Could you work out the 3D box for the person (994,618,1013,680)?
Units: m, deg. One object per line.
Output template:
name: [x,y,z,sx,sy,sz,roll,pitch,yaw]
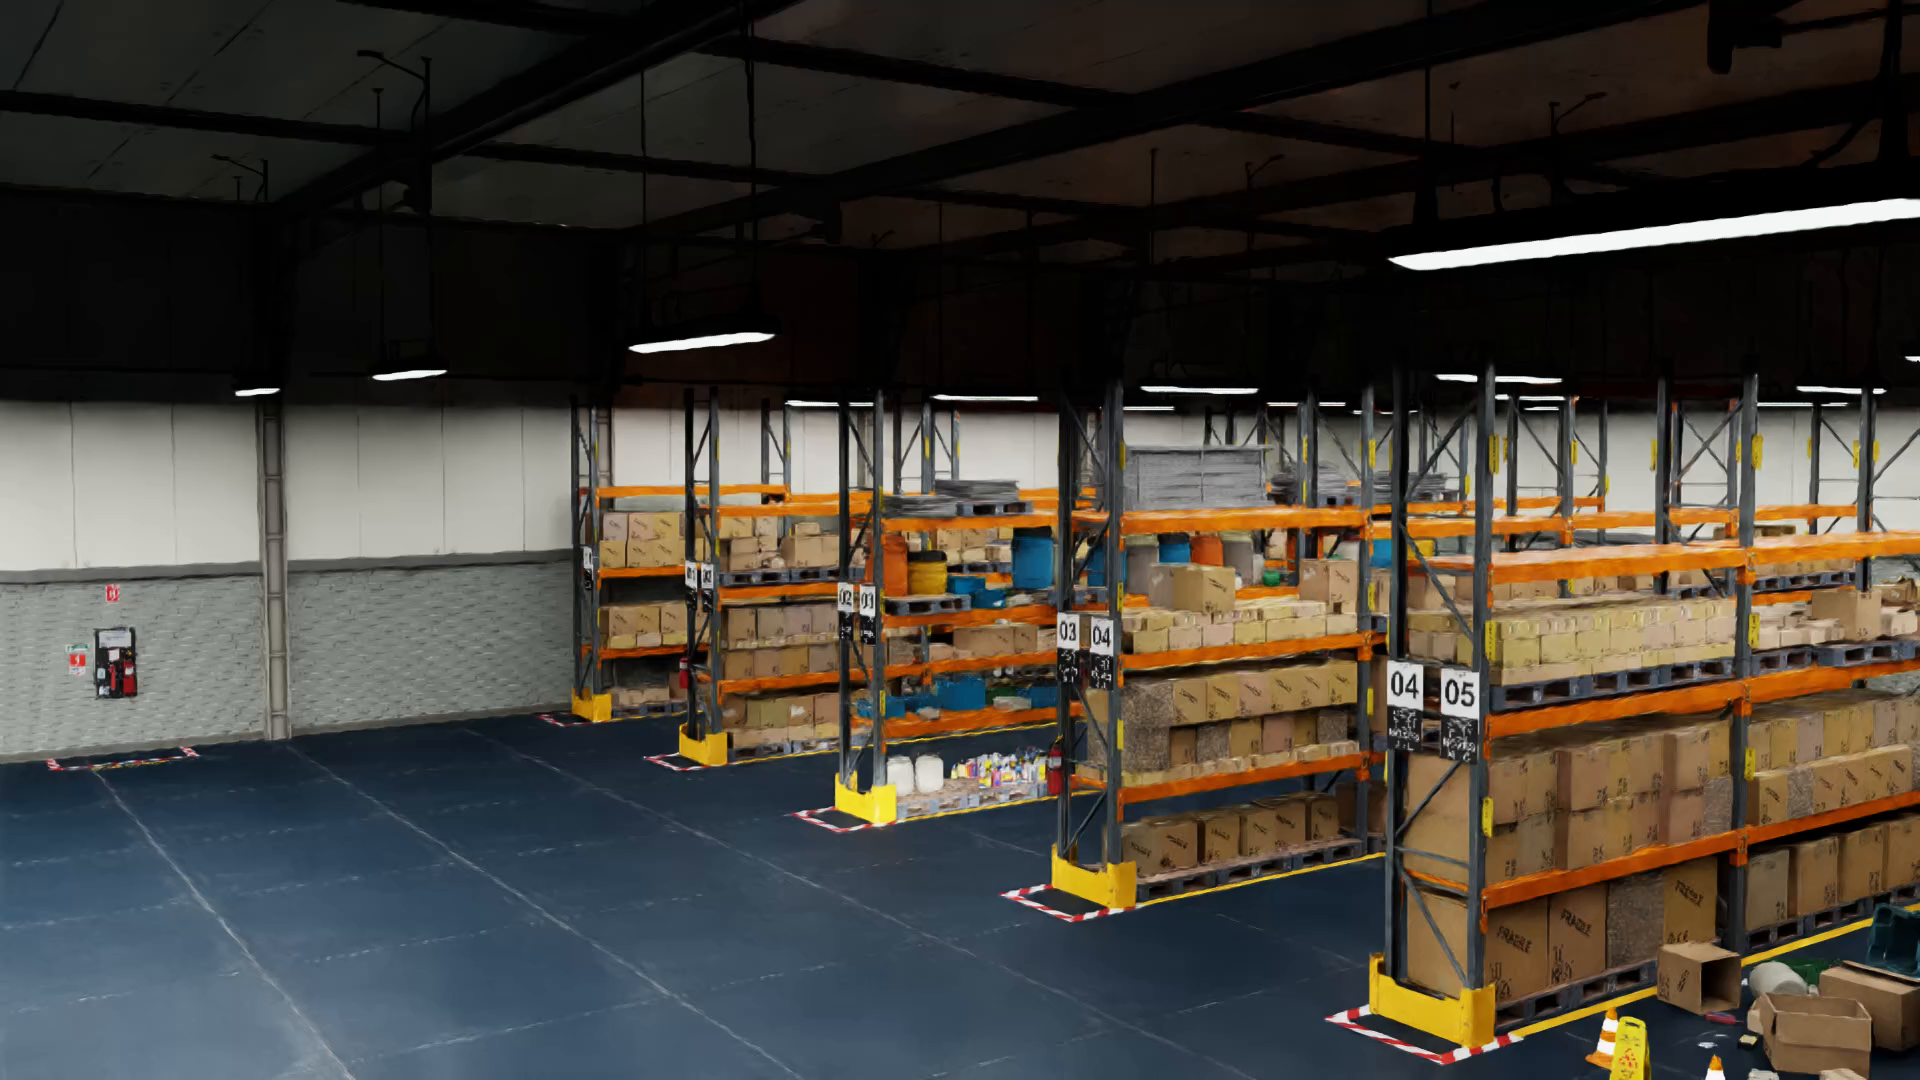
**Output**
person: [0.981,2.169,34.560,0.465,1.789,0.622,2,4,34]
